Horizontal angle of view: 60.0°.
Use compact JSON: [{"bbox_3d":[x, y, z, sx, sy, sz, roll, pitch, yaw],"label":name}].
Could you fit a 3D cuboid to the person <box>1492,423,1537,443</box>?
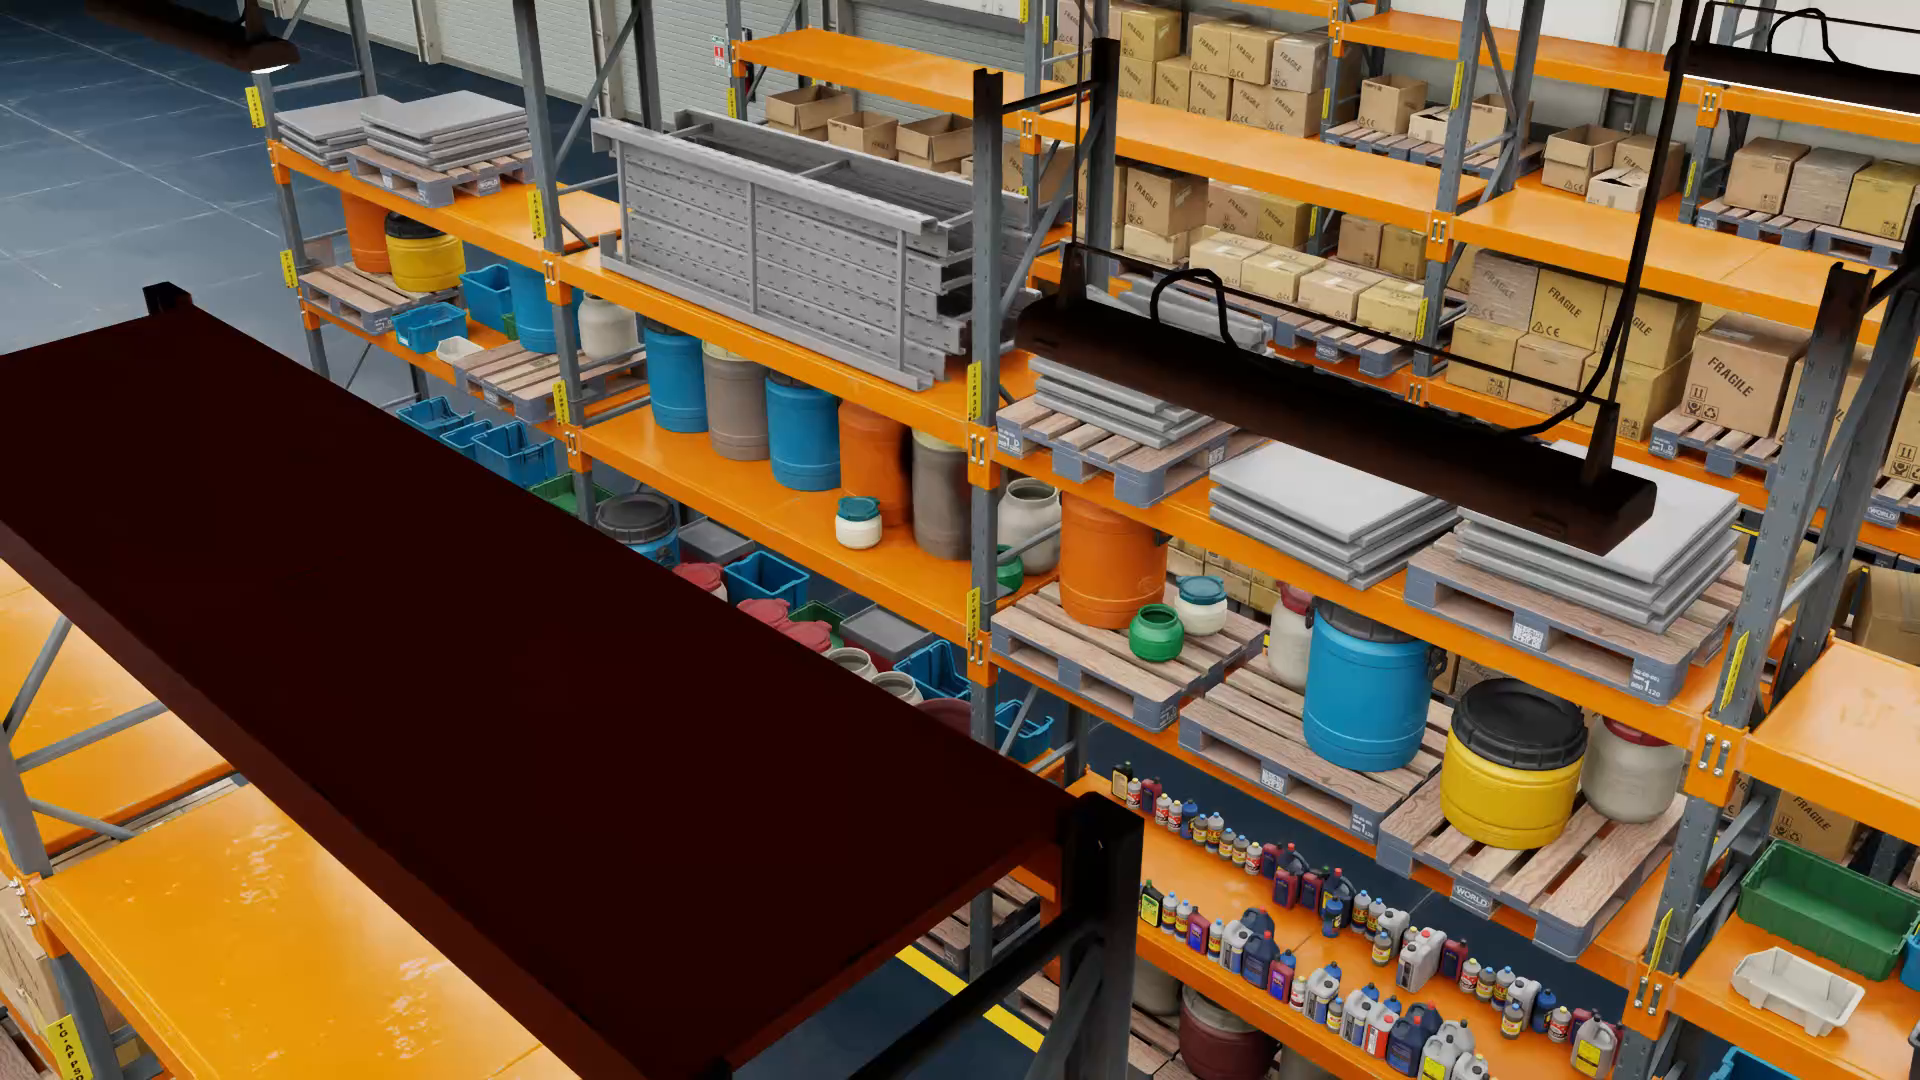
[{"bbox_3d":[5.487,-1.091,16.469,0.458,1.656,0.432,-3,30,-6],"label":"person"}]
